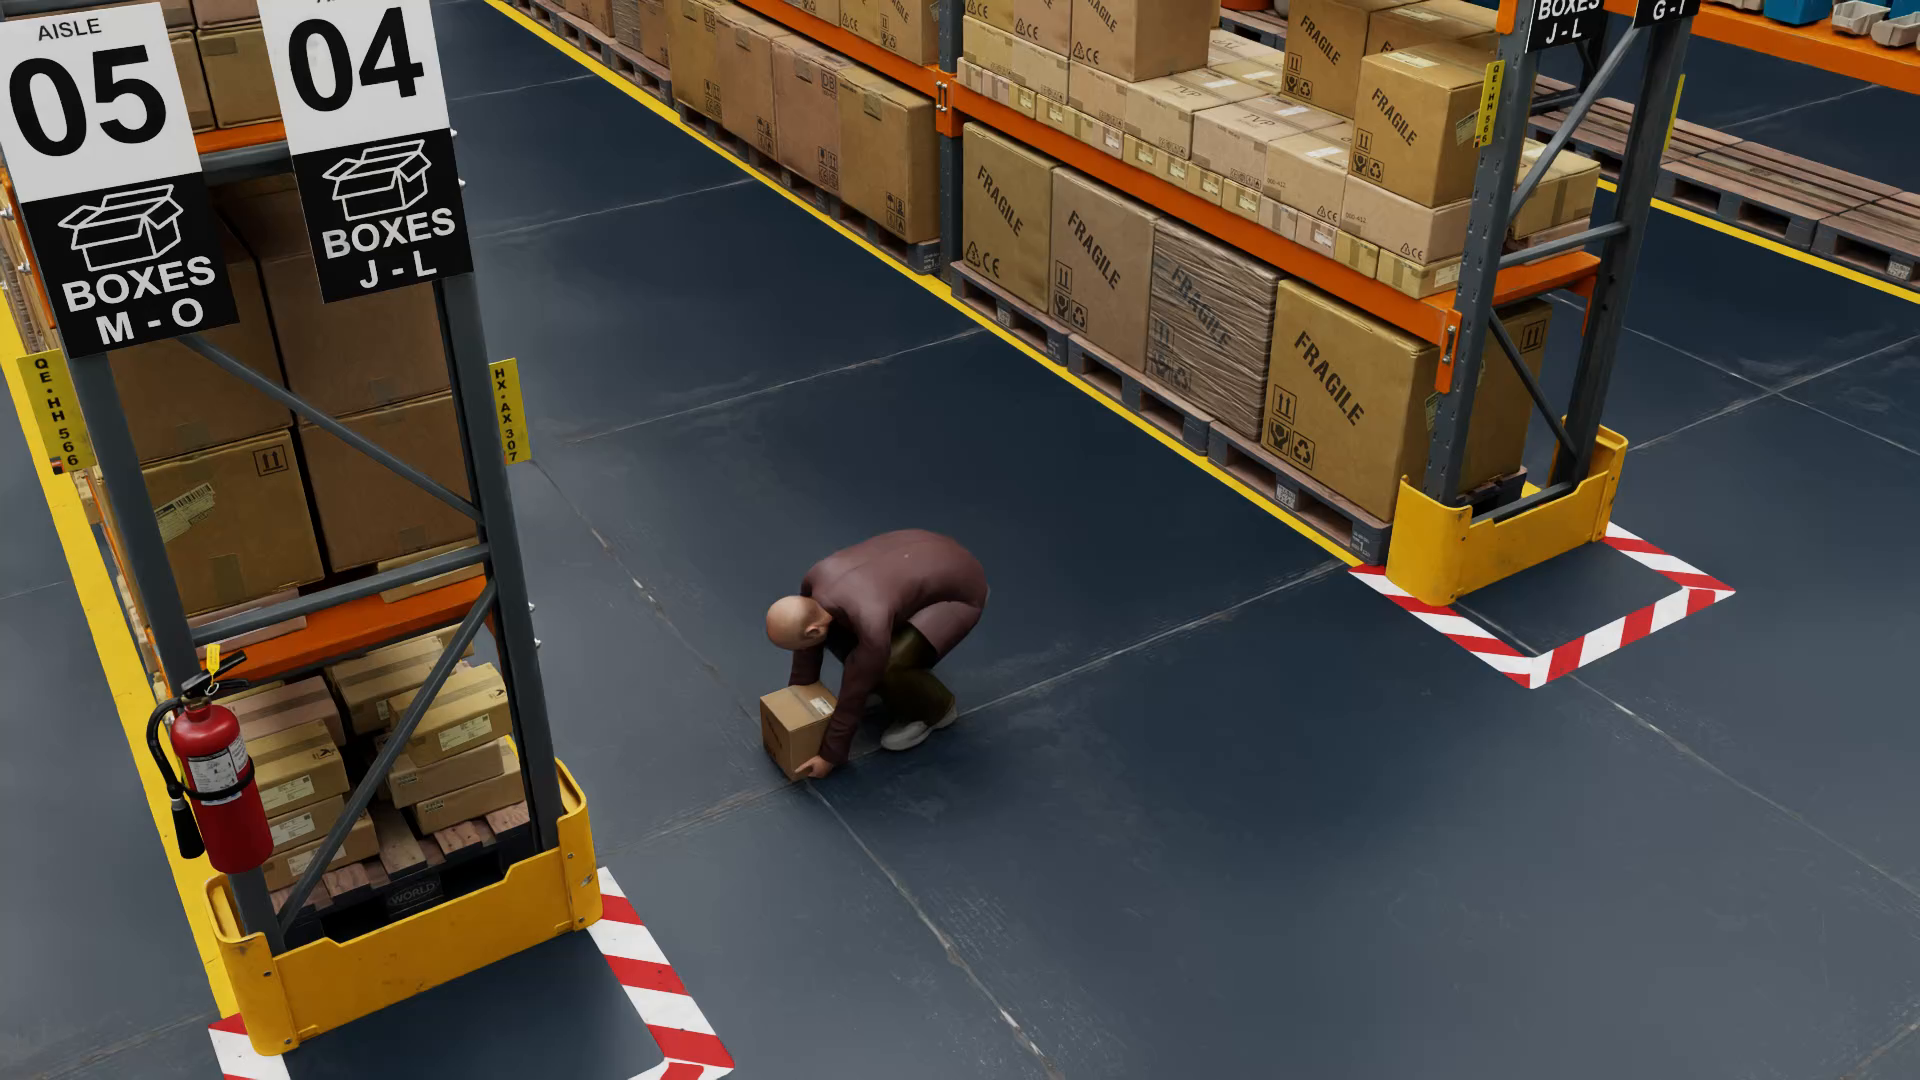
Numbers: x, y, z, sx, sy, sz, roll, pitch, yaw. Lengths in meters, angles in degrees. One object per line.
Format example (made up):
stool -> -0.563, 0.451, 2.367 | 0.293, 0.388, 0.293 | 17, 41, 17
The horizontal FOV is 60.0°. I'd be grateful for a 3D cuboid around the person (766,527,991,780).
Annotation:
person -> -0.318, 0.412, 6.420 | 0.948, 0.834, 0.572 | -20, 37, -28
